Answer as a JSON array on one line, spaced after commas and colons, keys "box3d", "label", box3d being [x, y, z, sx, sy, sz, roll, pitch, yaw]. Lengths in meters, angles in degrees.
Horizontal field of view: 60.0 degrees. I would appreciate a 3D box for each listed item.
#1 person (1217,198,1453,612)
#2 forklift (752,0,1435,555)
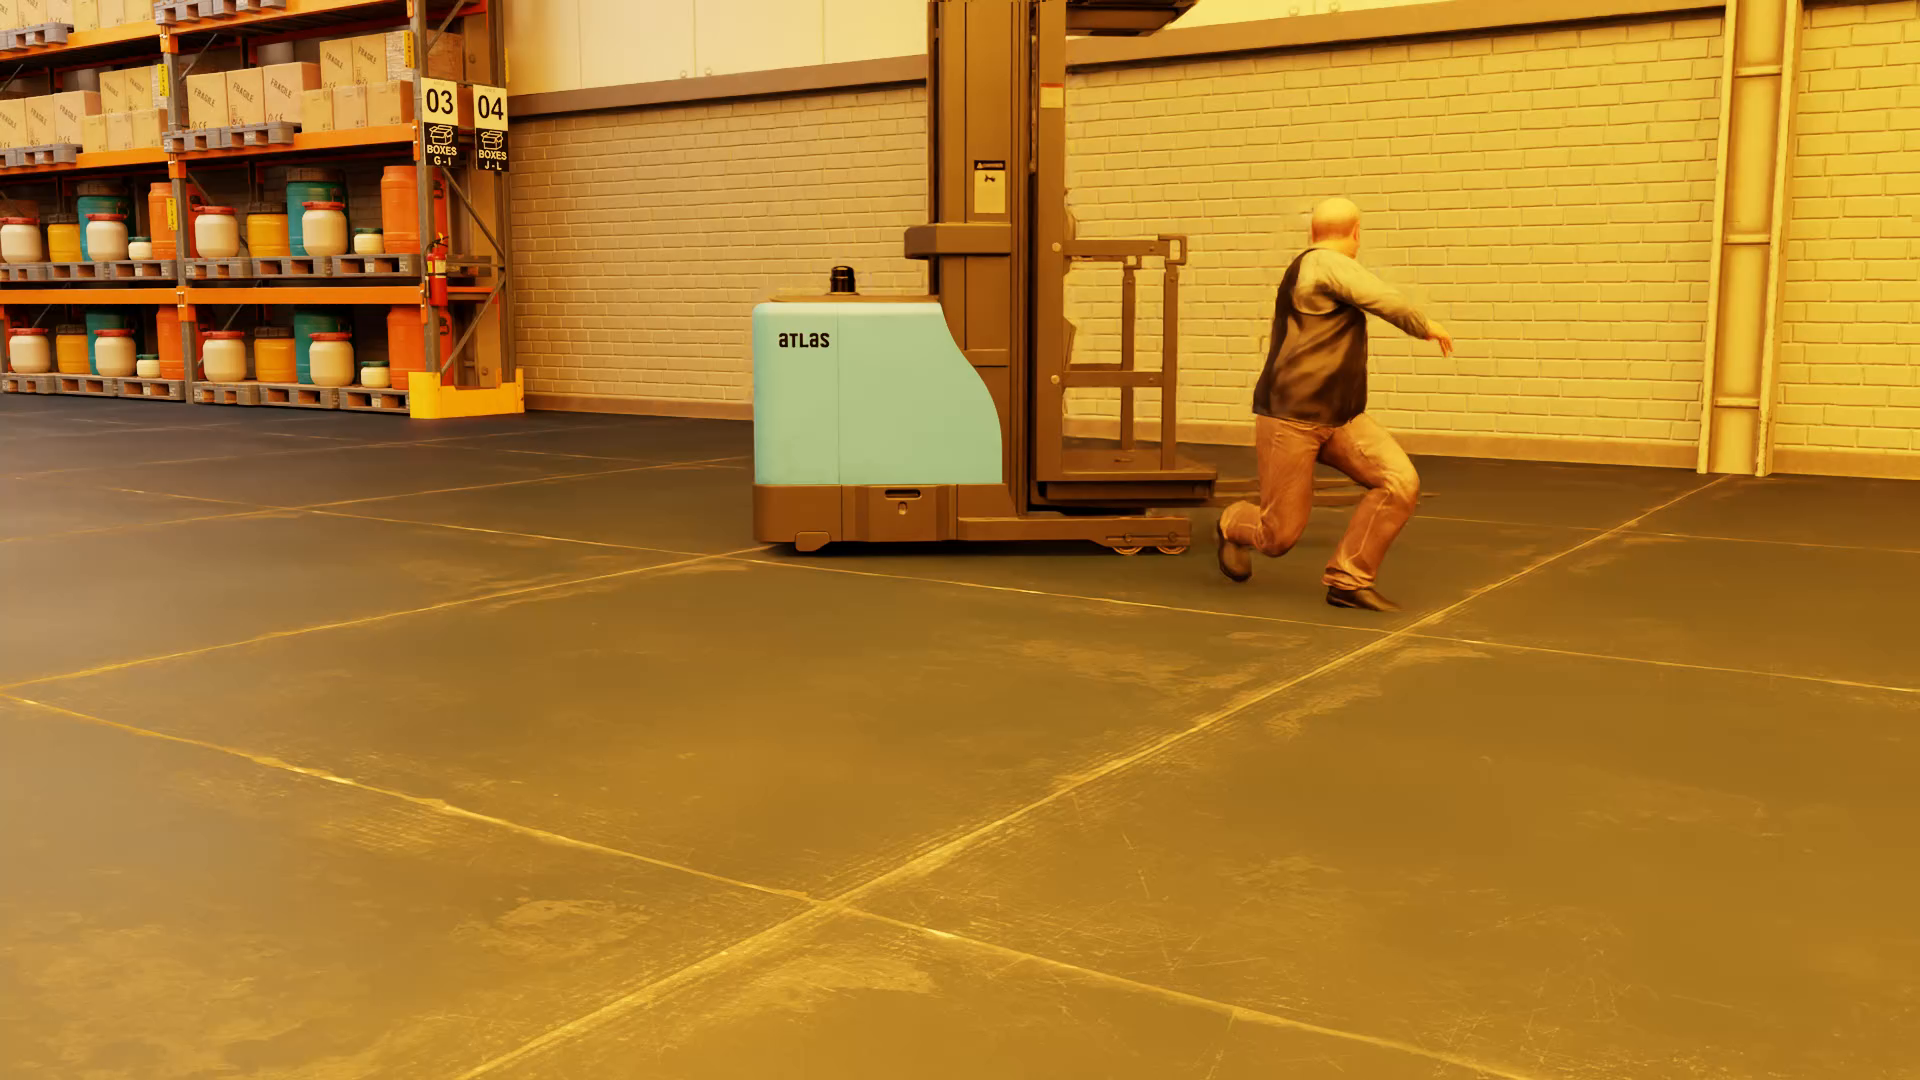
[{"box3d": [1.319, -0.495, 6.080, 0.669, 1.490, 0.933, -8, 11, -44], "label": "person"}, {"box3d": [0.590, -1.460, 7.460, 3.031, 2.935, 1.130, -1, 8, -5], "label": "forklift"}]
